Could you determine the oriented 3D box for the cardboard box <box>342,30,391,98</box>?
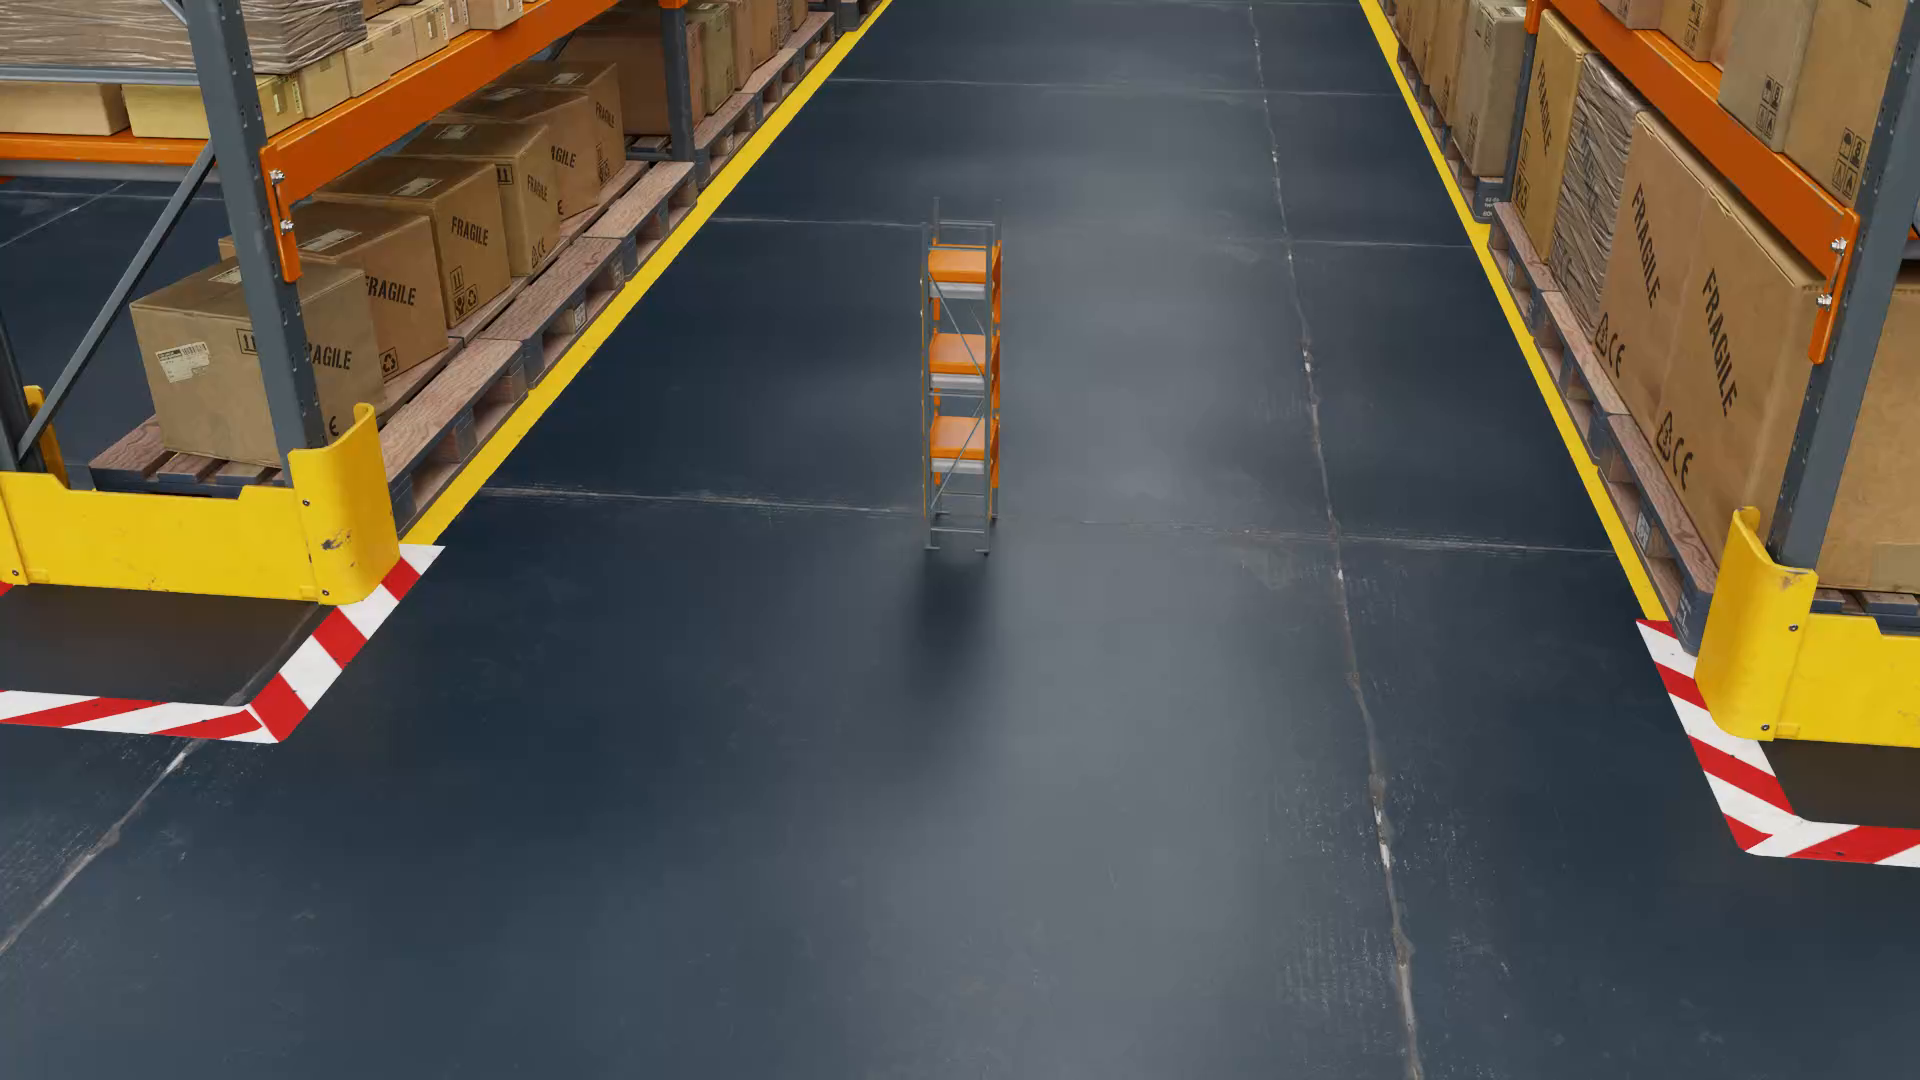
[{"bbox_3d":[-1.967,-1.447,5.039,0.380,0.149,0.250,3,28,6],"label":"cardboard box"}]

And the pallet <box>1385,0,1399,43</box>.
[{"bbox_3d":[3.654,-3.774,12.033,1.003,0.211,1.213,3,28,6],"label":"pallet"}]

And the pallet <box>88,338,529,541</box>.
[{"bbox_3d":[-2.190,-0.393,5.756,1.003,0.211,1.213,3,28,6],"label":"pallet"}]

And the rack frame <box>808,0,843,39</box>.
[{"bbox_3d":[-1.353,-4.970,11.312,1.000,3.000,0.127,3,28,6],"label":"rack frame"}]

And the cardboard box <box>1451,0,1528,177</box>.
[{"bbox_3d":[3.054,-2.243,8.180,1.050,0.750,0.750,3,28,6],"label":"cardboard box"}]

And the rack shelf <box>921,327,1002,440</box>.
[{"bbox_3d":[0.007,-0.478,5.053,0.215,0.259,0.240,3,28,6],"label":"rack shelf"}]

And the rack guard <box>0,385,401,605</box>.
[{"bbox_3d":[-2.324,-0.139,4.982,1.175,0.500,0.348,3,28,6],"label":"rack guard"}]

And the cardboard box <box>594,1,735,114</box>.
[{"bbox_3d":[-1.670,-2.691,9.255,0.700,0.500,0.500,3,28,6],"label":"cardboard box"}]

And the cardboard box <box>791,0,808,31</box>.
[{"bbox_3d":[-1.416,-3.747,11.213,0.700,0.500,0.500,2,28,4],"label":"cardboard box"}]

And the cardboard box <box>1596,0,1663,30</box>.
[{"bbox_3d":[2.806,-2.135,5.893,0.875,0.550,0.550,3,28,6],"label":"cardboard box"}]

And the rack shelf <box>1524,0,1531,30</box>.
[{"bbox_3d":[3.312,-3.376,9.112,1.077,0.370,4.000,3,28,6],"label":"rack shelf"}]

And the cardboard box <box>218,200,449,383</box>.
[{"bbox_3d":[-2.201,-0.865,5.886,0.500,0.500,0.500,11,30,19],"label":"cardboard box"}]

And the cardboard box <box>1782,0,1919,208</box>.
[{"bbox_3d":[2.577,-1.112,3.993,0.875,0.550,0.550,3,28,6],"label":"cardboard box"}]

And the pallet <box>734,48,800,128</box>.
[{"bbox_3d":[-1.603,-2.802,10.228,1.003,0.211,1.213,3,28,6],"label":"pallet"}]

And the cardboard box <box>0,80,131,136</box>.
[{"bbox_3d":[-2.504,-1.240,4.653,0.380,0.149,0.250,3,28,6],"label":"cardboard box"}]

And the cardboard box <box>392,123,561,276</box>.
[{"bbox_3d":[-1.993,-1.419,6.913,0.500,0.500,0.500,1,28,2],"label":"cardboard box"}]

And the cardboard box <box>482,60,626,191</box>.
[{"bbox_3d":[-1.932,-1.985,7.965,0.500,0.500,0.500,3,28,5],"label":"cardboard box"}]

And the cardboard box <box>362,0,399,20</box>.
[{"bbox_3d":[-2.297,-1.879,5.156,0.875,0.500,0.500,3,28,6],"label":"cardboard box"}]

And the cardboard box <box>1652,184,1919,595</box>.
[{"bbox_3d":[2.594,-0.441,4.703,0.875,0.875,0.875,4,29,6],"label":"cardboard box"}]

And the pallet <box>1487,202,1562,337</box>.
[{"bbox_3d":[2.896,-1.170,7.199,1.003,0.211,1.213,3,28,6],"label":"pallet"}]

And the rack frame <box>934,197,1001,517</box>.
[{"bbox_3d":[0.022,-0.545,5.154,0.200,1.050,0.008,3,28,6],"label":"rack frame"}]

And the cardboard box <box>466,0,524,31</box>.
[{"bbox_3d":[-1.782,-1.914,5.905,0.380,0.149,0.250,3,28,6],"label":"cardboard box"}]

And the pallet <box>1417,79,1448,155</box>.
[{"bbox_3d":[3.234,-2.467,9.607,1.003,0.211,1.213,3,28,6],"label":"pallet"}]

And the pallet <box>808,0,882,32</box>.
[{"bbox_3d":[-1.182,-4.109,12.654,1.003,0.211,1.213,3,28,6],"label":"pallet"}]

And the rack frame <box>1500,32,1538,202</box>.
[{"bbox_3d":[3.067,-2.751,7.194,1.000,3.000,0.127,3,28,6],"label":"rack frame"}]

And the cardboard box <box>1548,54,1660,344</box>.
[{"bbox_3d":[2.814,-1.284,6.268,0.875,0.875,0.875,4,29,7],"label":"cardboard box"}]

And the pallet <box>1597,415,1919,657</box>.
[{"bbox_3d":[2.597,-0.022,5.068,1.003,0.211,1.213,3,28,6],"label":"pallet"}]

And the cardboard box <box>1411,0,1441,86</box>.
[{"bbox_3d":[3.289,-3.135,9.836,1.050,0.750,0.750,4,29,7],"label":"cardboard box"}]

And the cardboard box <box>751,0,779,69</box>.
[{"bbox_3d":[-1.533,-3.217,10.231,0.700,0.500,0.500,6,29,10],"label":"cardboard box"}]

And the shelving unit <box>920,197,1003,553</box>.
[{"bbox_3d":[0.007,-0.487,5.048,0.215,1.050,0.252,3,28,6],"label":"shelving unit"}]

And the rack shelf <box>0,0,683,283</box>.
[{"bbox_3d":[-2.089,-1.829,6.241,1.077,0.370,4.000,3,28,6],"label":"rack shelf"}]

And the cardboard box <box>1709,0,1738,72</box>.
[{"bbox_3d":[2.816,-1.628,4.951,0.875,0.550,0.550,3,28,6],"label":"cardboard box"}]

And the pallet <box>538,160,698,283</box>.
[{"bbox_3d":[-1.891,-1.541,7.888,1.003,0.211,1.213,3,28,6],"label":"pallet"}]

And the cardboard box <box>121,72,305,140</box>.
[{"bbox_3d":[-2.062,-1.214,4.605,0.380,0.149,0.250,3,28,6],"label":"cardboard box"}]

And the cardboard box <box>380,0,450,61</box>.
[{"bbox_3d":[-1.919,-1.683,5.477,0.380,0.149,0.250,3,28,6],"label":"cardboard box"}]

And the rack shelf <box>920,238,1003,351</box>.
[{"bbox_3d":[0.007,-0.728,4.918,0.215,0.259,0.240,3,28,6],"label":"rack shelf"}]
